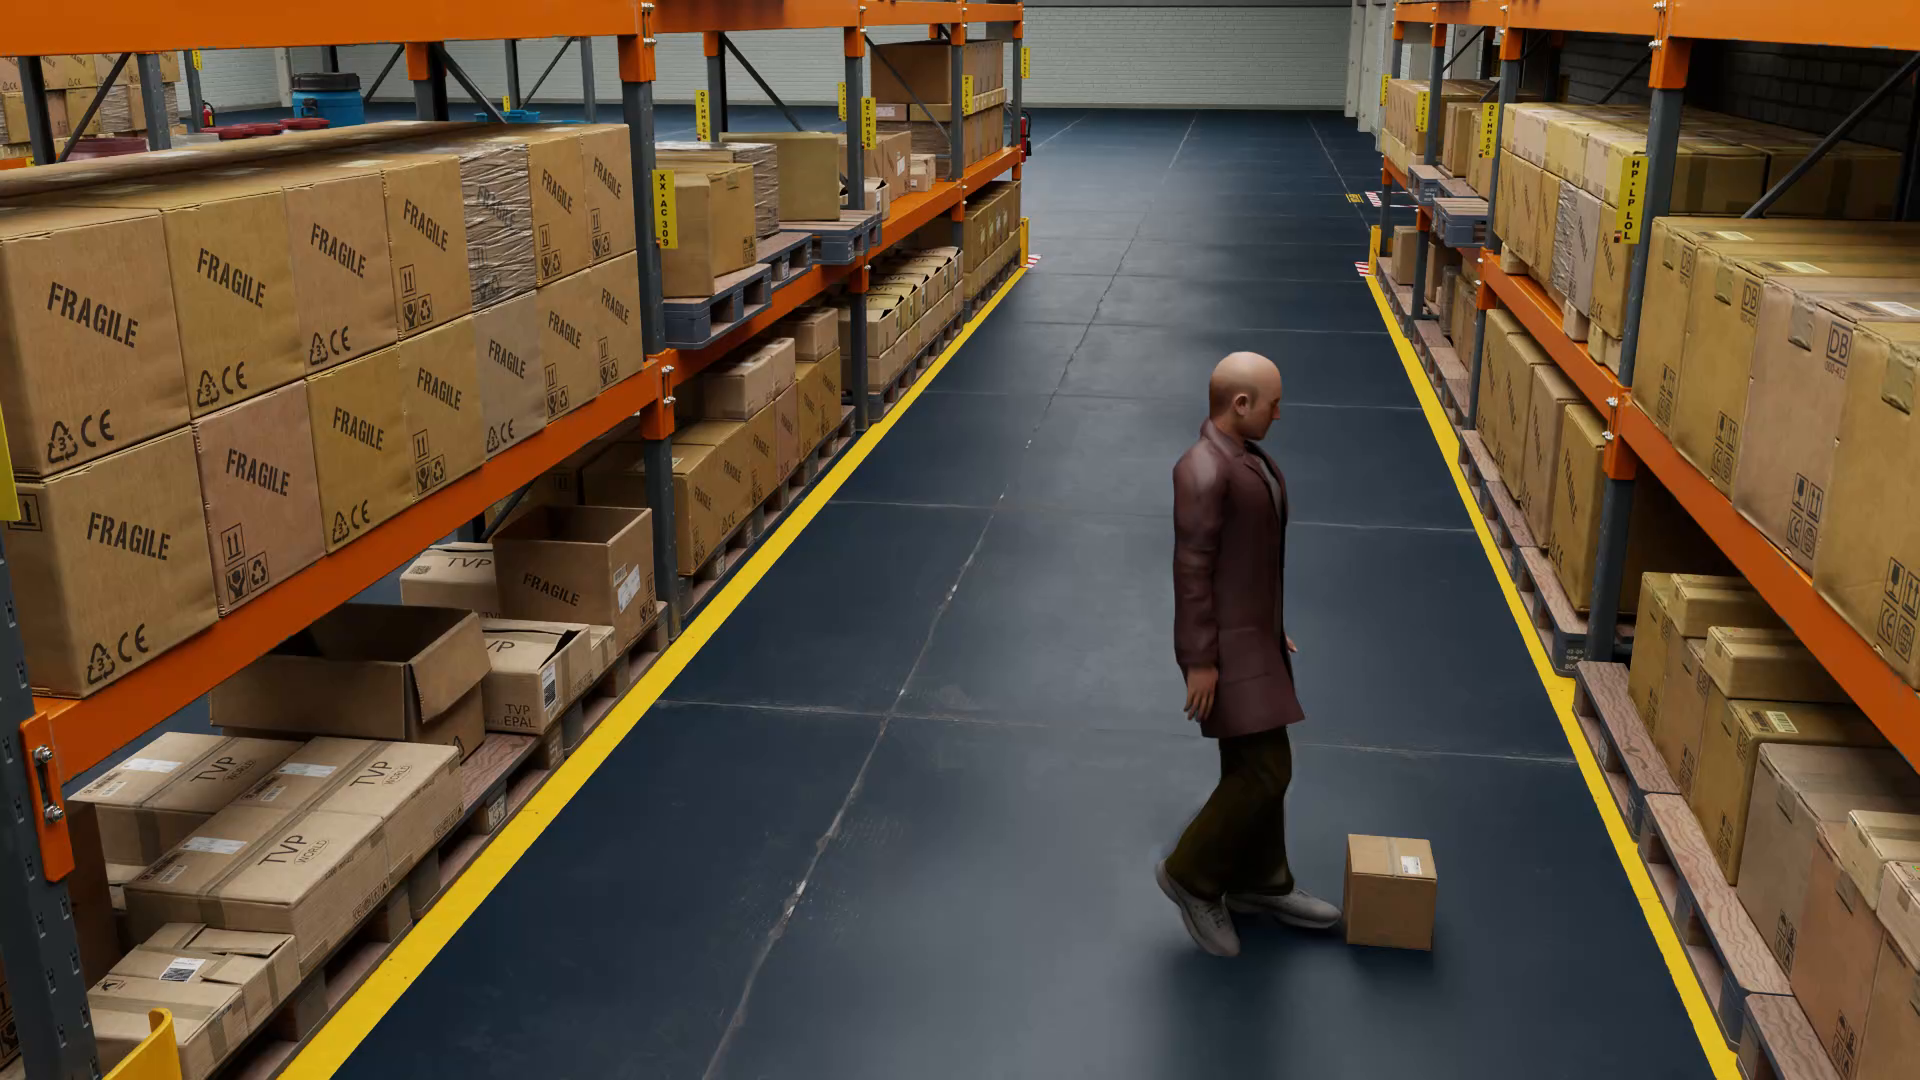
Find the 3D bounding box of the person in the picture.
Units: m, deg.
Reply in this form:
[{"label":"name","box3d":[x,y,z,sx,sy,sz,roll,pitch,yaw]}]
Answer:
[{"label":"person","box3d":[0.913,0.351,4.978,0.563,1.815,0.629,7,19,20]}]
